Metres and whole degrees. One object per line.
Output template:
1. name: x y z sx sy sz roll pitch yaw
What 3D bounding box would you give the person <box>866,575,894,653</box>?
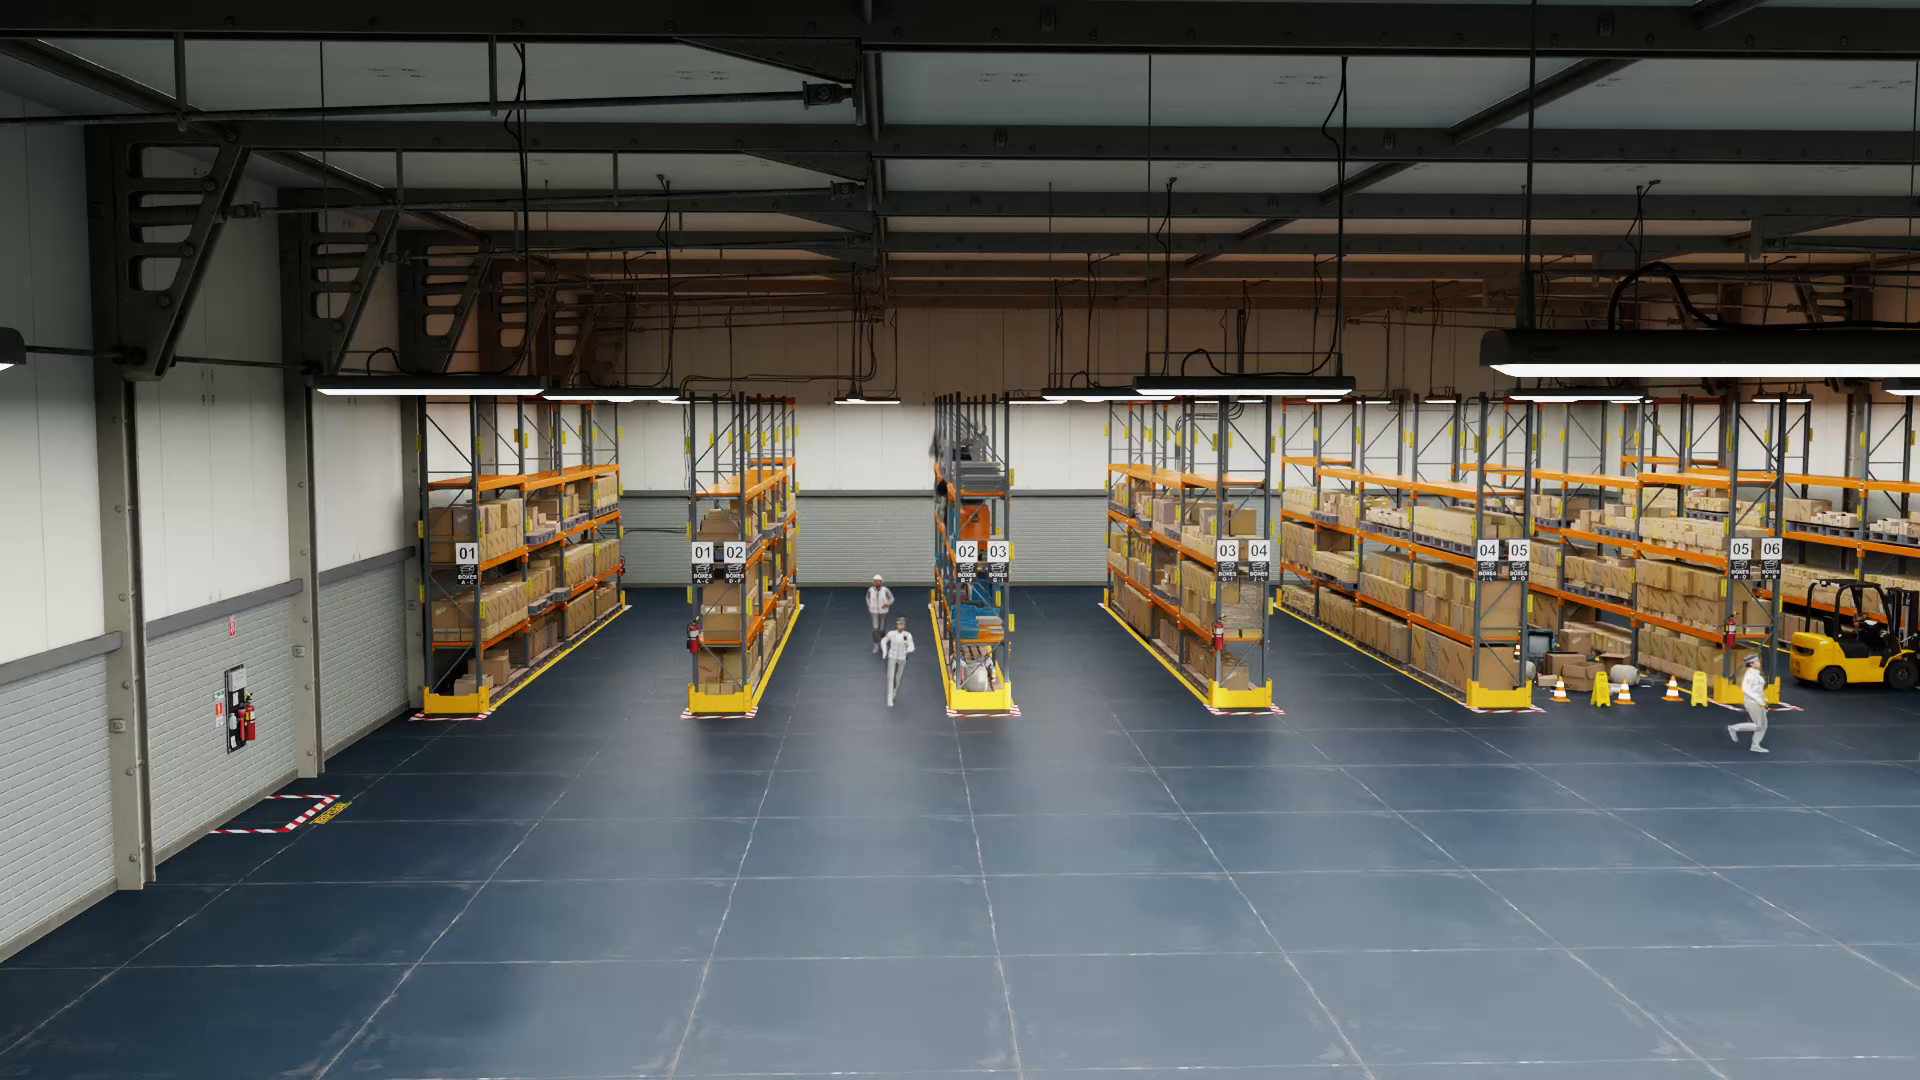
1. person: -1.879 1.722 39.062 0.675 1.825 0.774 0 5 3

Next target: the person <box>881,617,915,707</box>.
1. person: -1.199 2.325 32.123 0.643 1.695 0.885 0 5 -4

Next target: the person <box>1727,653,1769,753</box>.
1. person: 13.125 2.689 27.612 0.642 1.658 0.615 3 6 34
